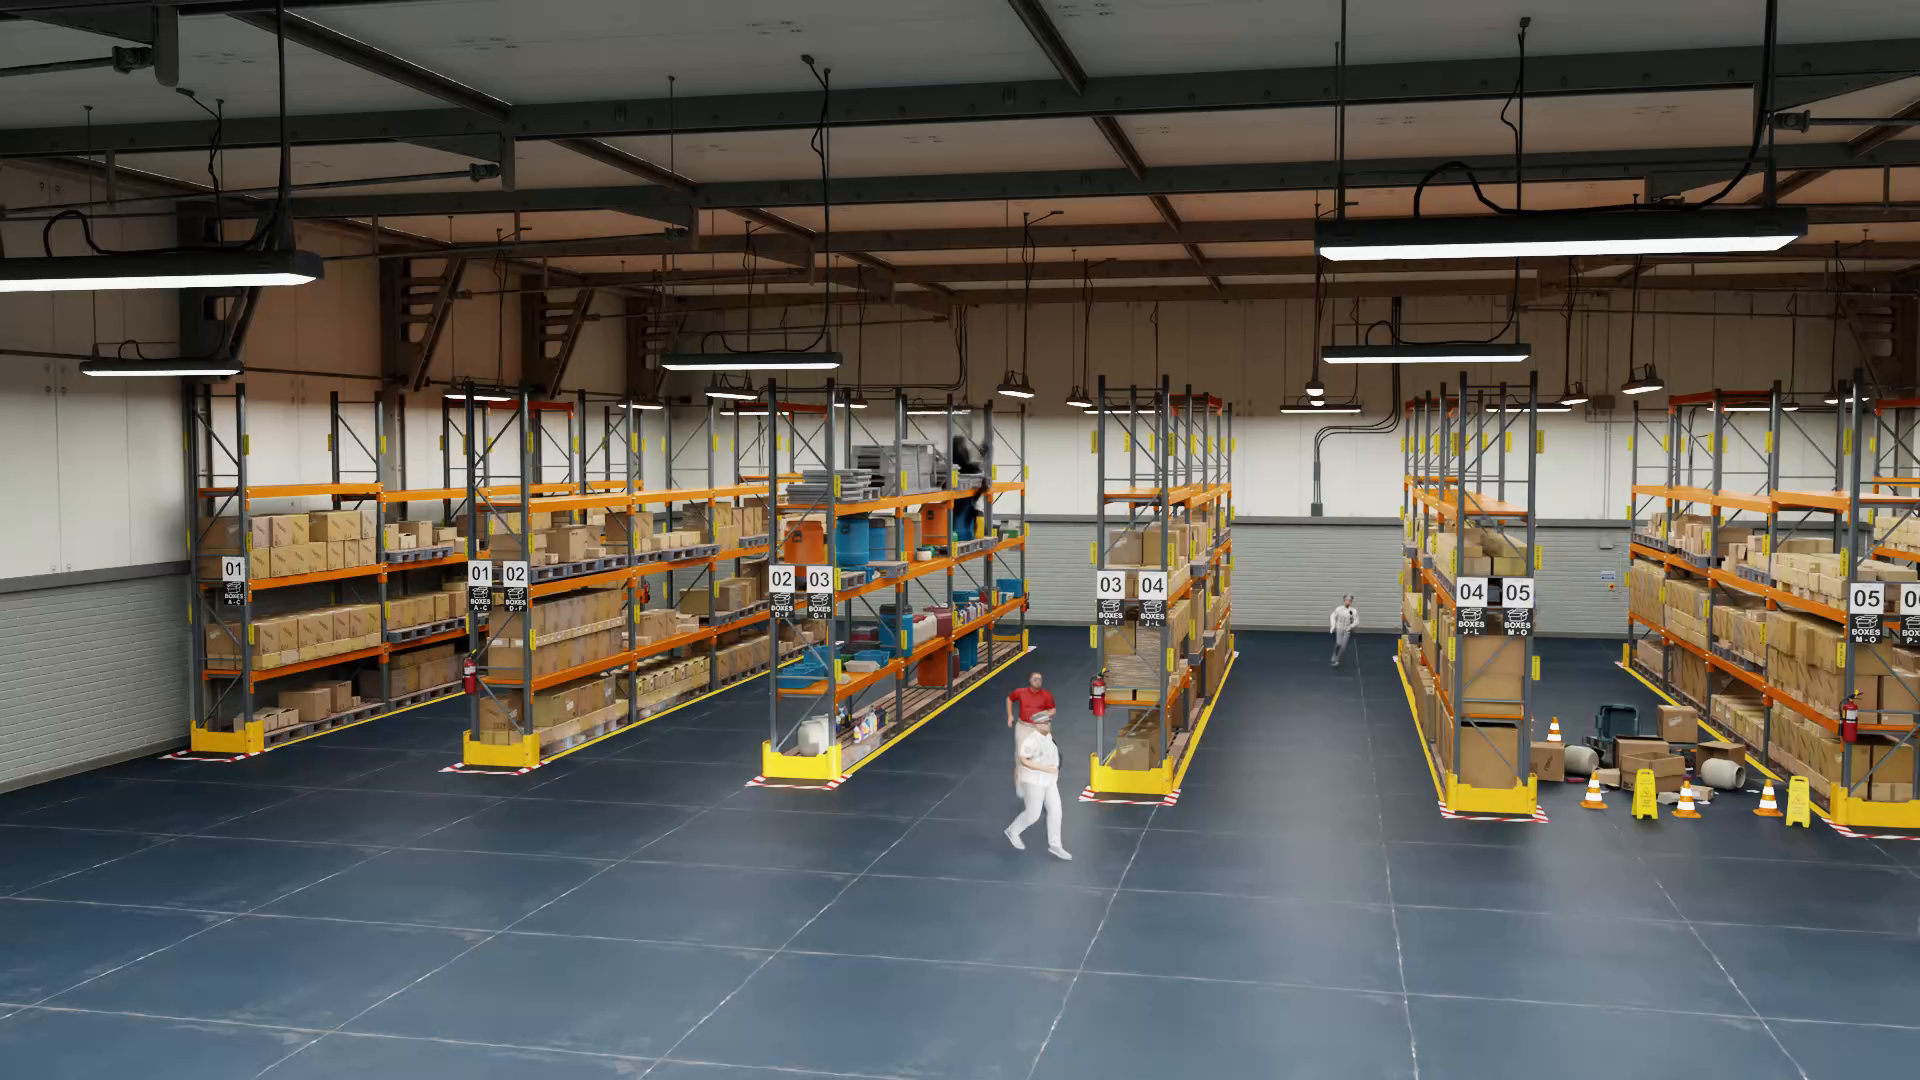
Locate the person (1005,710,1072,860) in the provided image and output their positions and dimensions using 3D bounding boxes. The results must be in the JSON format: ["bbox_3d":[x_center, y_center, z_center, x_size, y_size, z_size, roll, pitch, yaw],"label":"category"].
[{"bbox_3d":[0.952,2.956,20.277,0.915,1.797,0.658,3,4,41],"label":"person"}]

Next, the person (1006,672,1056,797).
[{"bbox_3d":[1.035,2.777,24.102,0.696,1.737,0.956,0,3,-8],"label":"person"}]

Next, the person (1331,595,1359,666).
[{"bbox_3d":[8.666,2.043,37.446,0.619,1.637,0.548,1,3,13],"label":"person"}]
